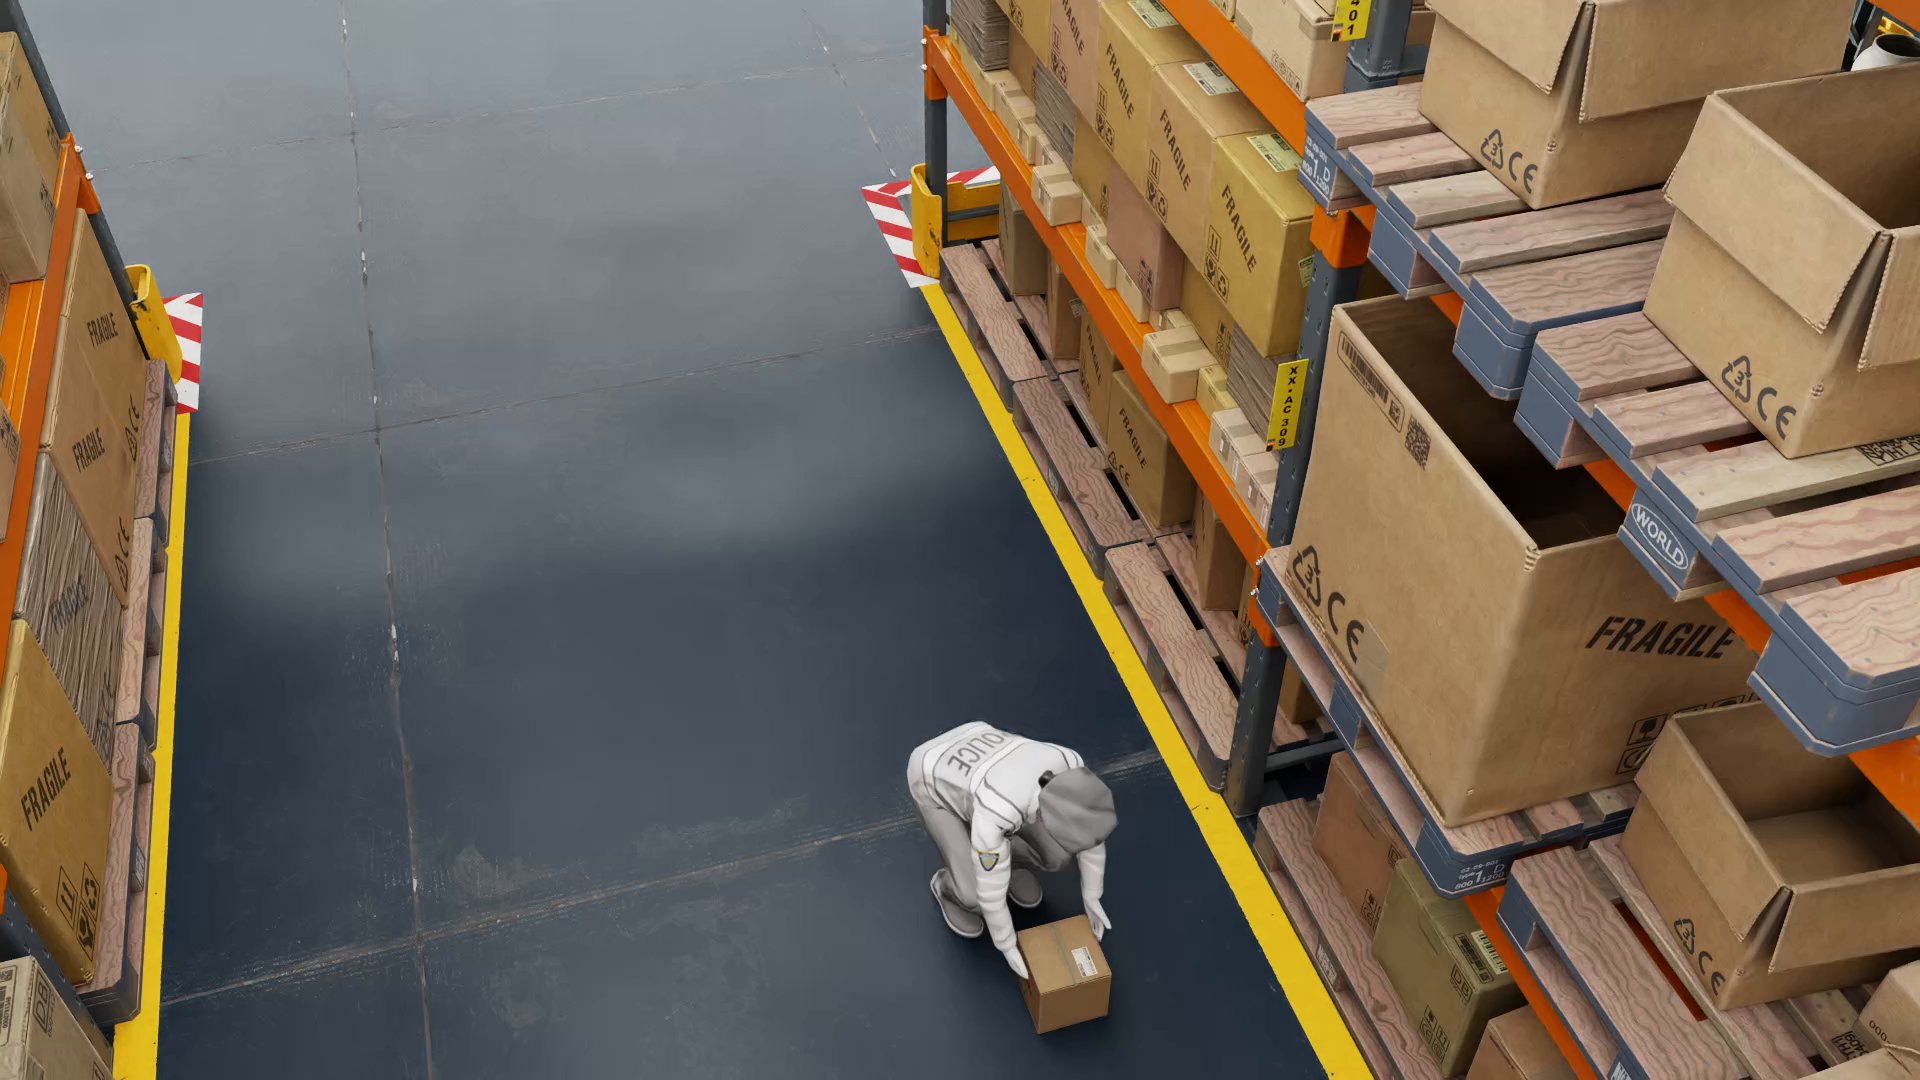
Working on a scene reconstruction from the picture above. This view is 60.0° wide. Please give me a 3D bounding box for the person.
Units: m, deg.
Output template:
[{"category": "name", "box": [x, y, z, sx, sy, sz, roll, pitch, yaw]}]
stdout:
[{"category": "person", "box": [0.181, 0.973, 5.591, 0.496, 1.005, 0.841, -22, 47, -23]}]
